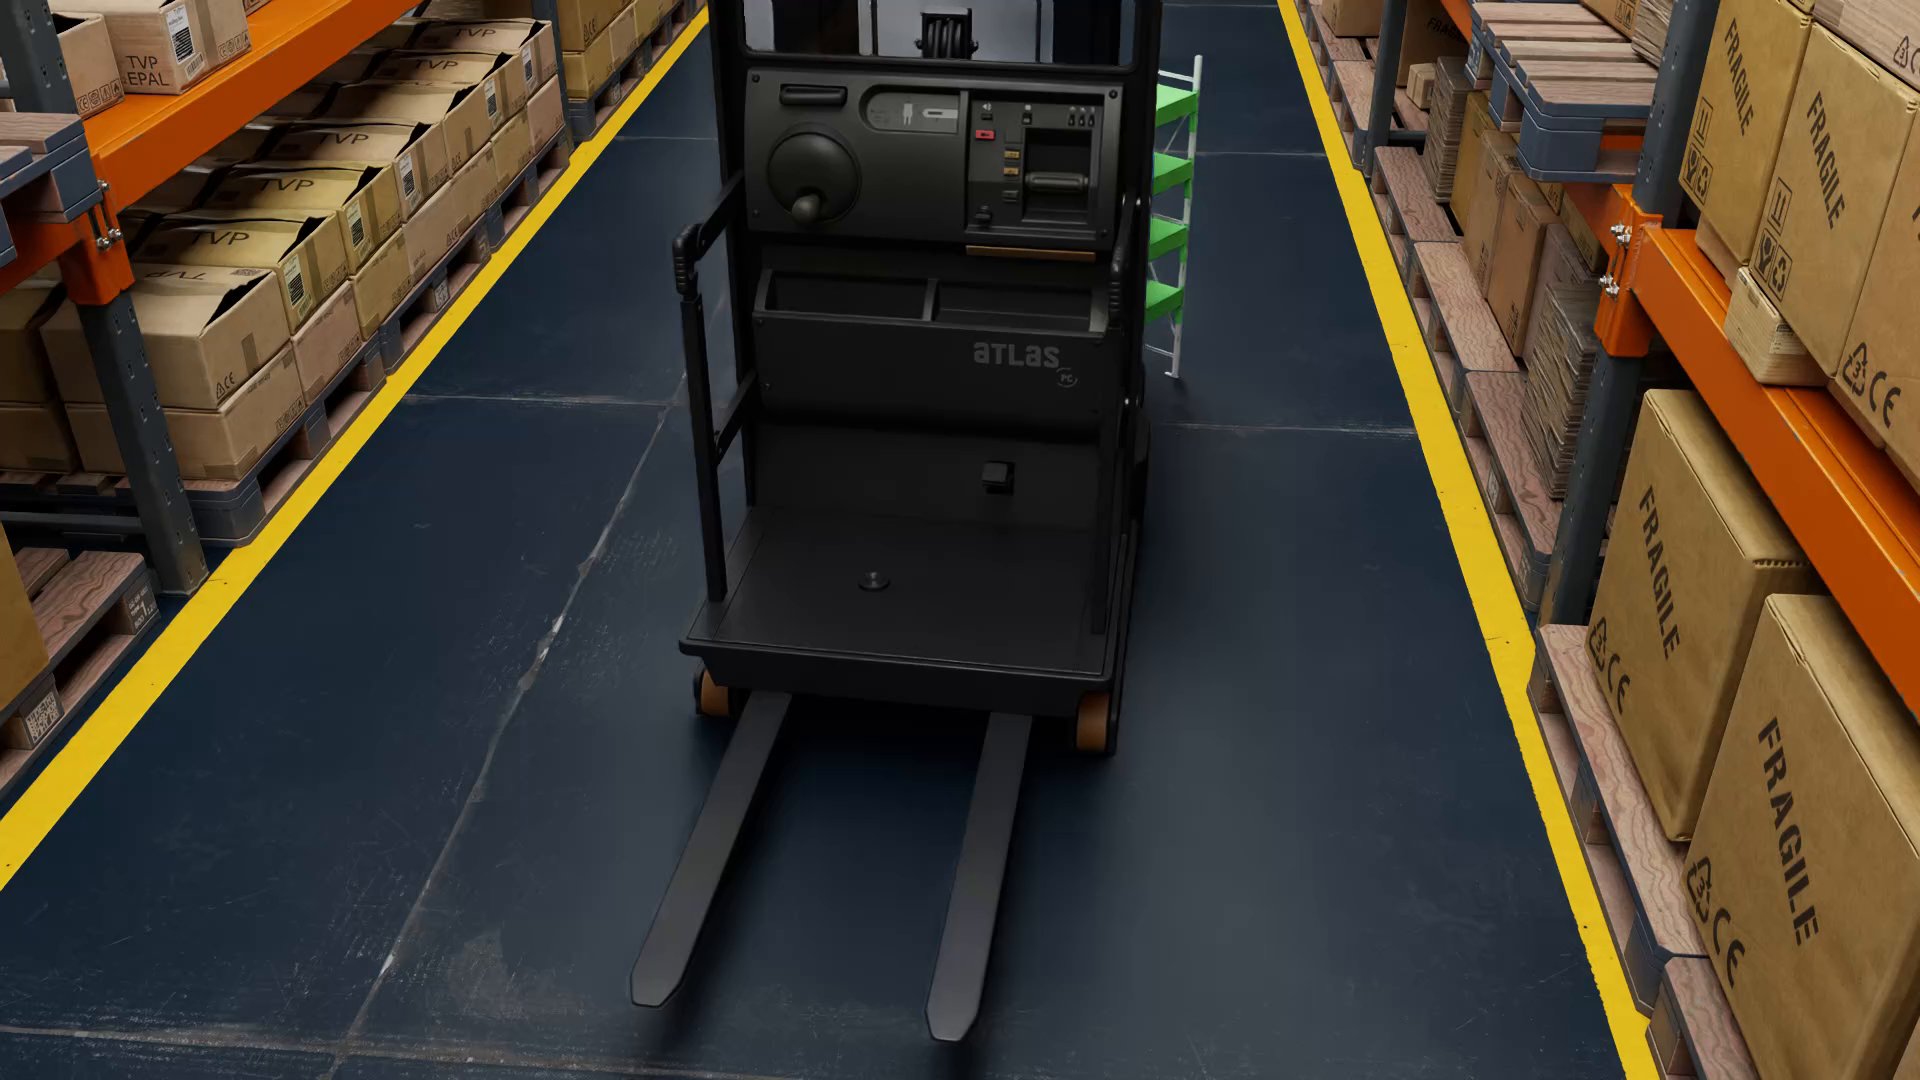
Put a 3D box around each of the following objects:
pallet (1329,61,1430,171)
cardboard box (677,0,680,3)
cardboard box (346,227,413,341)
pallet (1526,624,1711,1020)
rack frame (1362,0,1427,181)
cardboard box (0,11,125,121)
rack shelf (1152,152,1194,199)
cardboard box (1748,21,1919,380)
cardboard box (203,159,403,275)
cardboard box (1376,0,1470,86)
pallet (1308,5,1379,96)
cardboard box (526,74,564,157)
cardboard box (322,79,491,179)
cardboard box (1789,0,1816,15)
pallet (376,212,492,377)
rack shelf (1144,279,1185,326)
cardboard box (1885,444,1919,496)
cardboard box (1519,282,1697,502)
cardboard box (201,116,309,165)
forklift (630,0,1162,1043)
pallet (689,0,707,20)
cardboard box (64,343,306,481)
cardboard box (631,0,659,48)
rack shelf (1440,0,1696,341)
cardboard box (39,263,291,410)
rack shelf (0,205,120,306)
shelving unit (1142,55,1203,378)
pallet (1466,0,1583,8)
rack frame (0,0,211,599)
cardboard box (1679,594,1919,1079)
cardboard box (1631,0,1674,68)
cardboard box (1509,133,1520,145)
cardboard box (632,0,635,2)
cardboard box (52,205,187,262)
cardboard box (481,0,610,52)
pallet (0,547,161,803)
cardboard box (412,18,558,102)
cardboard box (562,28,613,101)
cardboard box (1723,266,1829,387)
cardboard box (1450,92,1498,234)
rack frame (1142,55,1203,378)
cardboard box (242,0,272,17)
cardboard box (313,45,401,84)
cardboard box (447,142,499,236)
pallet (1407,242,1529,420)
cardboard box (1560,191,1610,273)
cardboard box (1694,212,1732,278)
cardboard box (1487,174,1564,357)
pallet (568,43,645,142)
[{"bbox_3d":[2.493,-2.204,8.625,1.003,0.211,1.213,2,32,4],"label":"pallet"},{"bbox_3d":[-1.955,-3.531,10.341,0.500,0.250,0.500,2,32,4],"label":"cardboard box"},{"bbox_3d":[-2.377,-0.961,6.170,0.500,0.250,0.500,2,32,3],"label":"cardboard box"},{"bbox_3d":[2.009,0.650,3.995,1.003,0.211,1.213,2,32,4],"label":"pallet"},{"bbox_3d":[2.474,-3.038,7.321,1.000,3.000,0.127,2,32,4],"label":"rack frame"},{"bbox_3d":[-2.716,-1.307,4.596,0.500,0.311,0.500,4,32,7],"label":"cardboard box"},{"bbox_3d":[0.566,-1.213,5.739,0.258,0.148,0.480,24,39,33],"label":"rack shelf"},{"bbox_3d":[1.802,-0.608,2.979,0.500,0.500,0.500,3,32,6],"label":"cardboard box"},{"bbox_3d":[-2.376,-1.206,6.034,0.500,0.311,0.500,2,32,3],"label":"cardboard box"},{"bbox_3d":[2.519,-2.706,8.745,0.500,0.500,0.500,0,32,0],"label":"cardboard box"},{"bbox_3d":[2.590,-2.843,9.663,1.003,0.211,1.213,2,32,4],"label":"pallet"},{"bbox_3d":[-2.208,-2.027,7.900,0.500,0.250,0.500,2,32,4],"label":"cardboard box"},{"bbox_3d":[-2.290,-1.738,6.896,0.500,0.311,0.500,2,32,4],"label":"cardboard box"},{"bbox_3d":[1.852,-1.202,3.229,0.500,0.250,0.500,3,32,5],"label":"cardboard box"},{"bbox_3d":[-2.581,-1.034,6.727,1.003,0.211,1.213,2,32,4],"label":"pallet"},{"bbox_3d":[0.566,-0.804,5.990,0.258,0.148,0.480,24,39,33],"label":"rack shelf"},{"bbox_3d":[1.845,-0.146,2.849,0.380,0.149,0.250,3,32,5],"label":"cardboard box"},{"bbox_3d":[2.155,-0.448,5.082,0.700,0.500,0.500,3,32,5],"label":"cardboard box"},{"bbox_3d":[-2.869,-1.485,6.487,0.500,0.311,0.500,3,32,5],"label":"cardboard box"},{"bbox_3d":[-0.102,-0.892,3.903,1.130,2.935,3.031,5,32,7],"label":"forklift"},{"bbox_3d":[-2.158,-3.751,11.135,1.003,0.211,1.213,2,32,4],"label":"pallet"},{"bbox_3d":[-2.454,-0.426,5.302,0.500,0.250,0.500,2,32,4],"label":"cardboard box"},{"bbox_3d":[-2.032,-3.008,9.493,0.500,0.250,0.500,2,32,4],"label":"cardboard box"},{"bbox_3d":[2.311,-1.686,5.813,1.077,0.370,4.000,2,32,4],"label":"rack shelf"},{"bbox_3d":[-2.454,-0.664,5.155,0.500,0.311,0.500,3,32,6],"label":"cardboard box"},{"bbox_3d":[-2.952,0.196,2.759,1.077,0.370,4.000,2,32,4],"label":"rack shelf"},{"bbox_3d":[0.566,-1.063,5.831,0.258,1.200,0.503,24,39,33],"label":"shelving unit"},{"bbox_3d":[2.269,-1.902,5.660,1.003,0.211,1.213,2,32,4],"label":"pallet"},{"bbox_3d":[-2.789,-1.156,4.267,1.000,3.000,0.127,2,32,4],"label":"rack frame"},{"bbox_3d":[1.880,0.627,3.023,0.750,0.750,0.750,2,32,4],"label":"cardboard box"},{"bbox_3d":[2.177,-1.423,4.185,0.700,0.500,0.500,-1,32,-2],"label":"cardboard box"},{"bbox_3d":[2.360,-1.592,6.223,0.500,0.250,0.500,2,32,3],"label":"cardboard box"},{"bbox_3d":[-2.032,-3.327,9.296,0.500,0.500,0.500,2,32,4],"label":"cardboard box"},{"bbox_3d":[-2.956,-0.960,5.634,0.500,0.311,0.500,2,32,3],"label":"cardboard box"},{"bbox_3d":[-2.114,-2.804,8.447,0.500,0.500,0.500,2,32,4],"label":"cardboard box"},{"bbox_3d":[-2.888,0.420,4.368,1.003,0.211,1.213,2,32,4],"label":"pallet"},{"bbox_3d":[-2.211,-2.271,7.762,0.500,0.311,0.500,2,32,4],"label":"cardboard box"},{"bbox_3d":[-2.124,-2.486,8.645,0.500,0.250,0.500,2,32,4],"label":"cardboard box"},{"bbox_3d":[1.756,-0.419,3.291,0.380,0.149,0.250,3,32,5],"label":"cardboard box"},{"bbox_3d":[2.439,-1.503,6.794,0.700,0.500,0.500,2,32,3],"label":"cardboard box"},{"bbox_3d":[0.723,-1.161,5.990,0.240,1.200,0.015,24,39,33],"label":"rack frame"},{"bbox_3d":[-2.669,-2.077,5.666,0.500,0.500,0.500,1,32,1],"label":"cardboard box"},{"bbox_3d":[-2.791,-2.028,7.367,0.500,0.311,0.500,2,32,3],"label":"cardboard box"},{"bbox_3d":[-2.293,-1.495,7.037,0.500,0.250,0.500,3,32,5],"label":"cardboard box"},{"bbox_3d":[2.315,-0.804,6.354,1.003,0.211,1.213,2,32,4],"label":"pallet"},{"bbox_3d":[2.264,-1.063,5.364,0.500,0.250,0.500,3,32,5],"label":"cardboard box"},{"bbox_3d":[1.891,-0.686,3.724,0.380,0.149,0.250,2,32,3],"label":"cardboard box"},{"bbox_3d":[2.325,-0.974,5.934,0.700,0.500,0.500,2,32,4],"label":"cardboard box"},{"bbox_3d":[-2.357,-2.475,9.064,1.003,0.211,1.213,2,32,4],"label":"pallet"}]
